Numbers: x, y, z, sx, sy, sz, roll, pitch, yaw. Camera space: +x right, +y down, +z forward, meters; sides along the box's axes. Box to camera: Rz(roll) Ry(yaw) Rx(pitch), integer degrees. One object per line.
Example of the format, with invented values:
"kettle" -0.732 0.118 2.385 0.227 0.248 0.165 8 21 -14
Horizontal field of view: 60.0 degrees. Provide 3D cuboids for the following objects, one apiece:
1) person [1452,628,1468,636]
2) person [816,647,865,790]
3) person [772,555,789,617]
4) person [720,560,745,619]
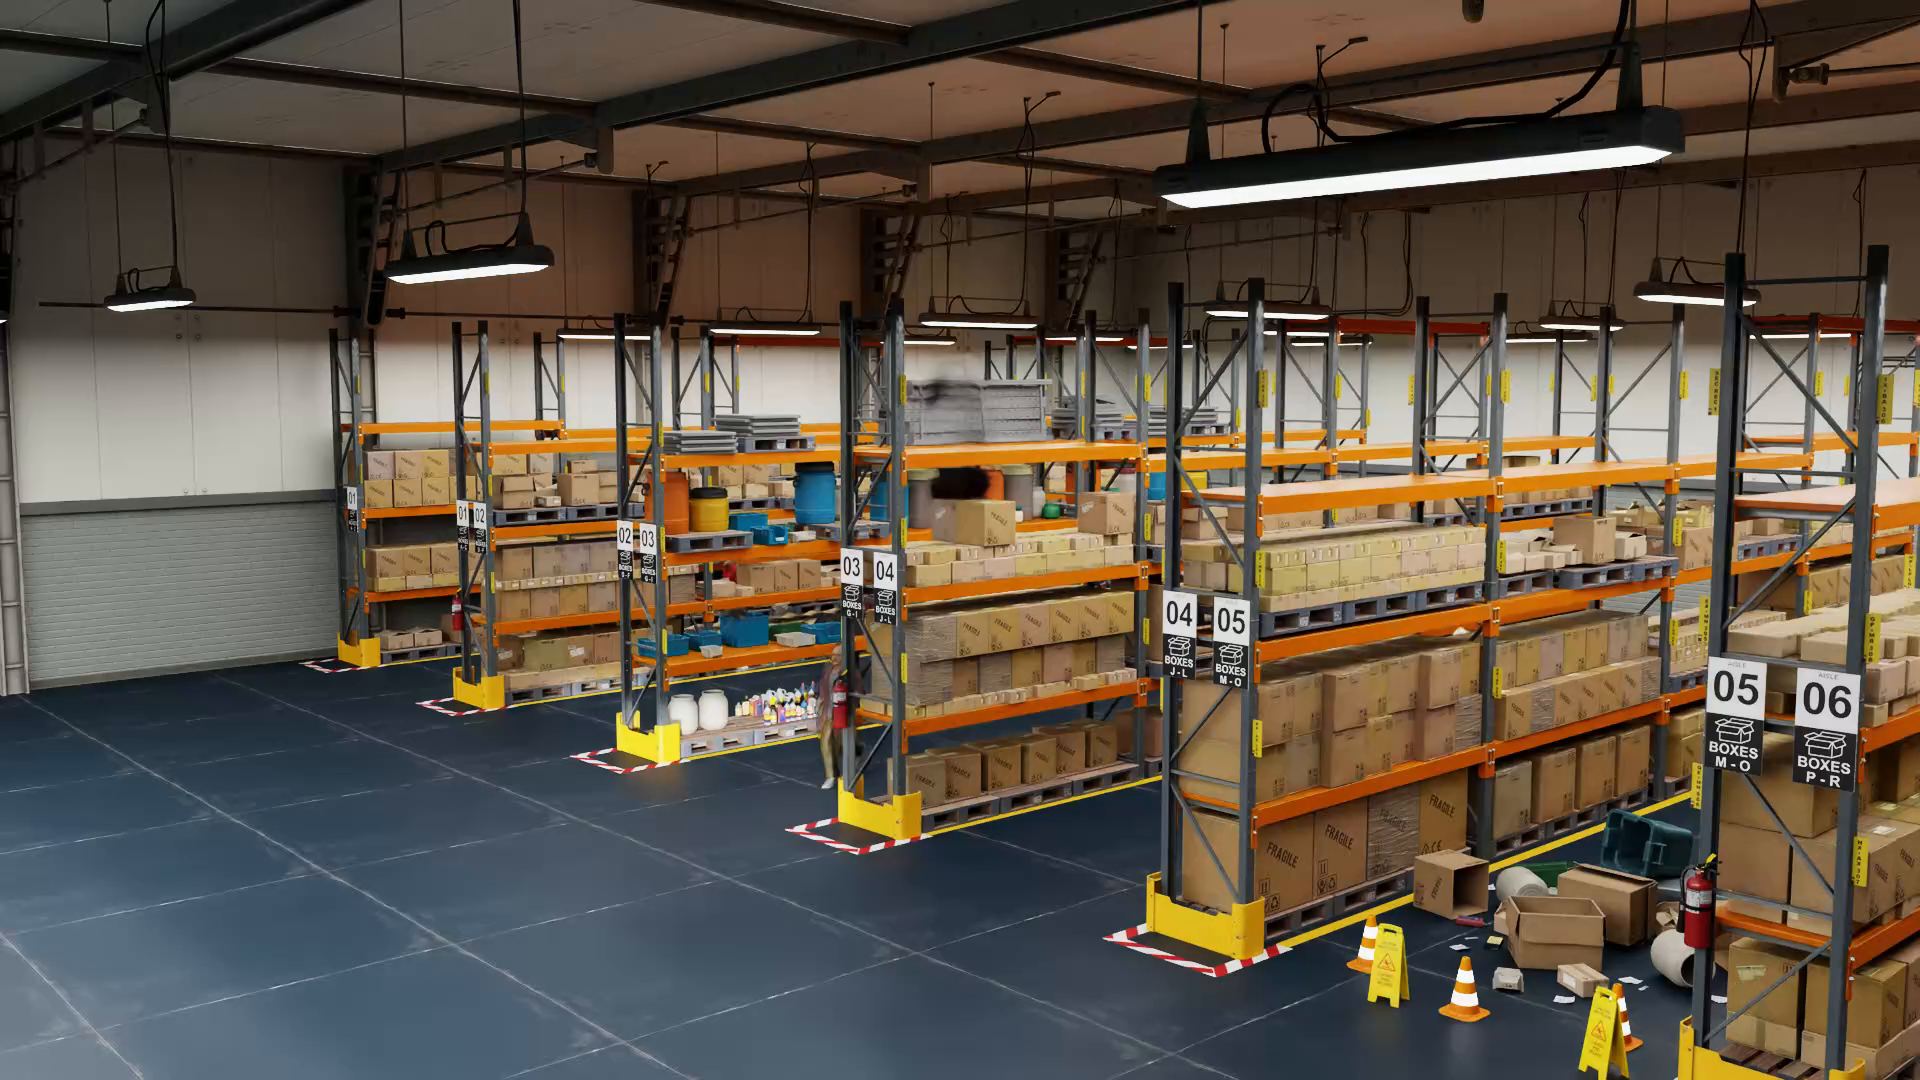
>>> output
"person" 6.852 2.069 22.764 0.711 1.748 0.738 4 7 37
"person" -1.530 2.222 21.104 0.711 1.765 0.880 3 6 26
"person" -3.429 1.107 31.960 0.696 1.828 0.916 5 7 41
"person" -4.343 1.147 32.203 0.658 1.744 0.765 5 8 41
